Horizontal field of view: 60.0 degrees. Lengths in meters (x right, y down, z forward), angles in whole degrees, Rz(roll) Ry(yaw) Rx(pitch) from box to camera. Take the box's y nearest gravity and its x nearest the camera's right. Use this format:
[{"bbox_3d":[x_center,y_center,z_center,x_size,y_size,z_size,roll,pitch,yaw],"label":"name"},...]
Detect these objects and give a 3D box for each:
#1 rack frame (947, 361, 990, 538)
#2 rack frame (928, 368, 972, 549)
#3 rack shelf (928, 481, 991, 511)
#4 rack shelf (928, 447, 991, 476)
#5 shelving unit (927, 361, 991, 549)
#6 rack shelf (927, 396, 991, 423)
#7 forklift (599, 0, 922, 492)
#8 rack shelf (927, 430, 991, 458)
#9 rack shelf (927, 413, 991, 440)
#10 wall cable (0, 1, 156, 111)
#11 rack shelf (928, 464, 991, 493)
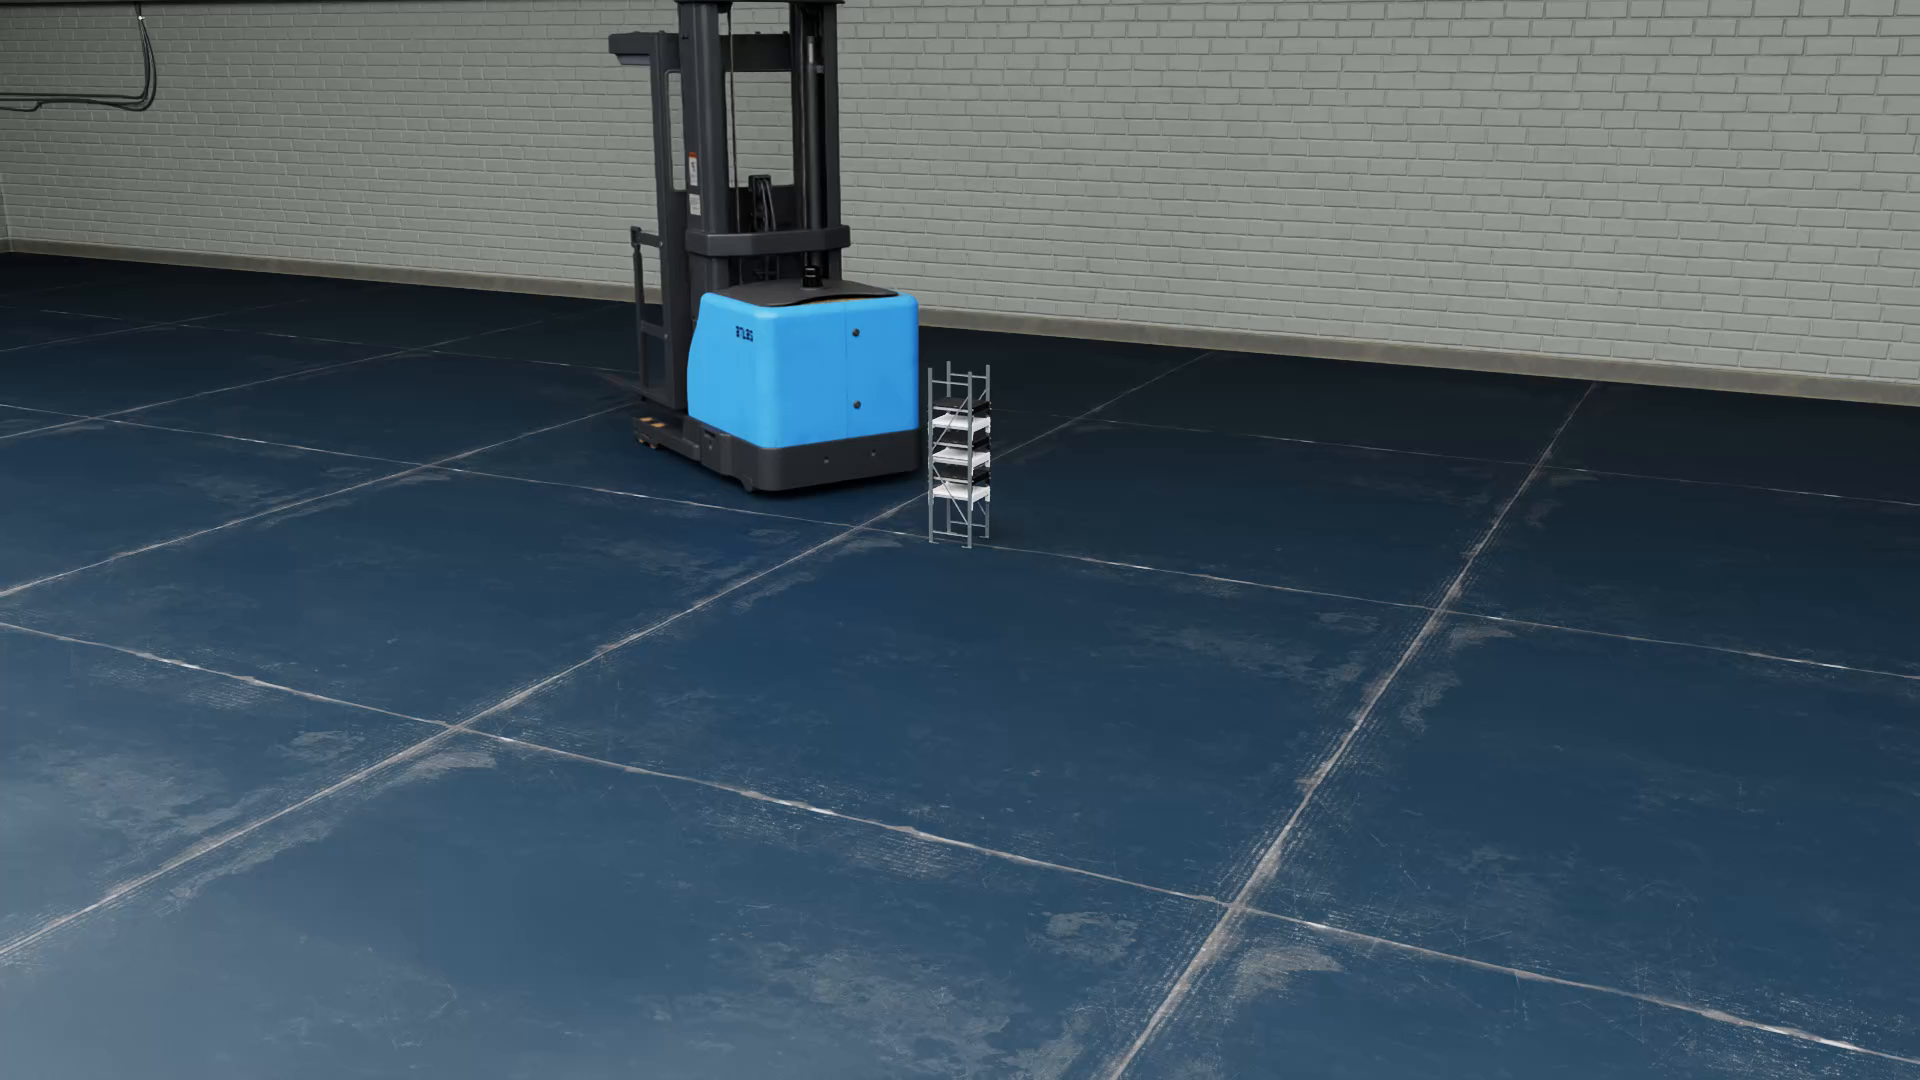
[{"bbox_3d":[0.042,-0.455,8.476,0.240,0.900,0.006,8,18,25],"label":"rack frame"},{"bbox_3d":[-0.049,-0.403,8.302,0.240,0.900,0.006,8,18,25],"label":"rack frame"},{"bbox_3d":[-0.004,-0.225,8.450,0.258,0.077,0.200,8,18,25],"label":"rack shelf"},{"bbox_3d":[-0.004,-0.397,8.399,0.258,0.077,0.200,8,18,25],"label":"rack shelf"},{"bbox_3d":[-0.004,-0.429,8.389,0.258,0.900,0.210,8,18,25],"label":"shelving unit"},{"bbox_3d":[-0.004,-0.656,8.322,0.258,0.077,0.200,8,18,25],"label":"rack shelf"},{"bbox_3d":[-1.434,-2.039,10.240,1.130,2.935,3.031,-10,19,-31],"label":"forklift"},{"bbox_3d":[-0.004,-0.484,8.373,0.258,0.077,0.200,8,18,25],"label":"rack shelf"},{"bbox_3d":[-0.004,-0.570,8.348,0.258,0.077,0.200,8,18,25],"label":"rack shelf"},{"bbox_3d":[-10.401,-6.188,19.007,3.097,2.526,0.112,8,18,25],"label":"wall cable"},{"bbox_3d":[-0.004,-0.311,8.424,0.258,0.077,0.200,8,18,25],"label":"rack shelf"}]
